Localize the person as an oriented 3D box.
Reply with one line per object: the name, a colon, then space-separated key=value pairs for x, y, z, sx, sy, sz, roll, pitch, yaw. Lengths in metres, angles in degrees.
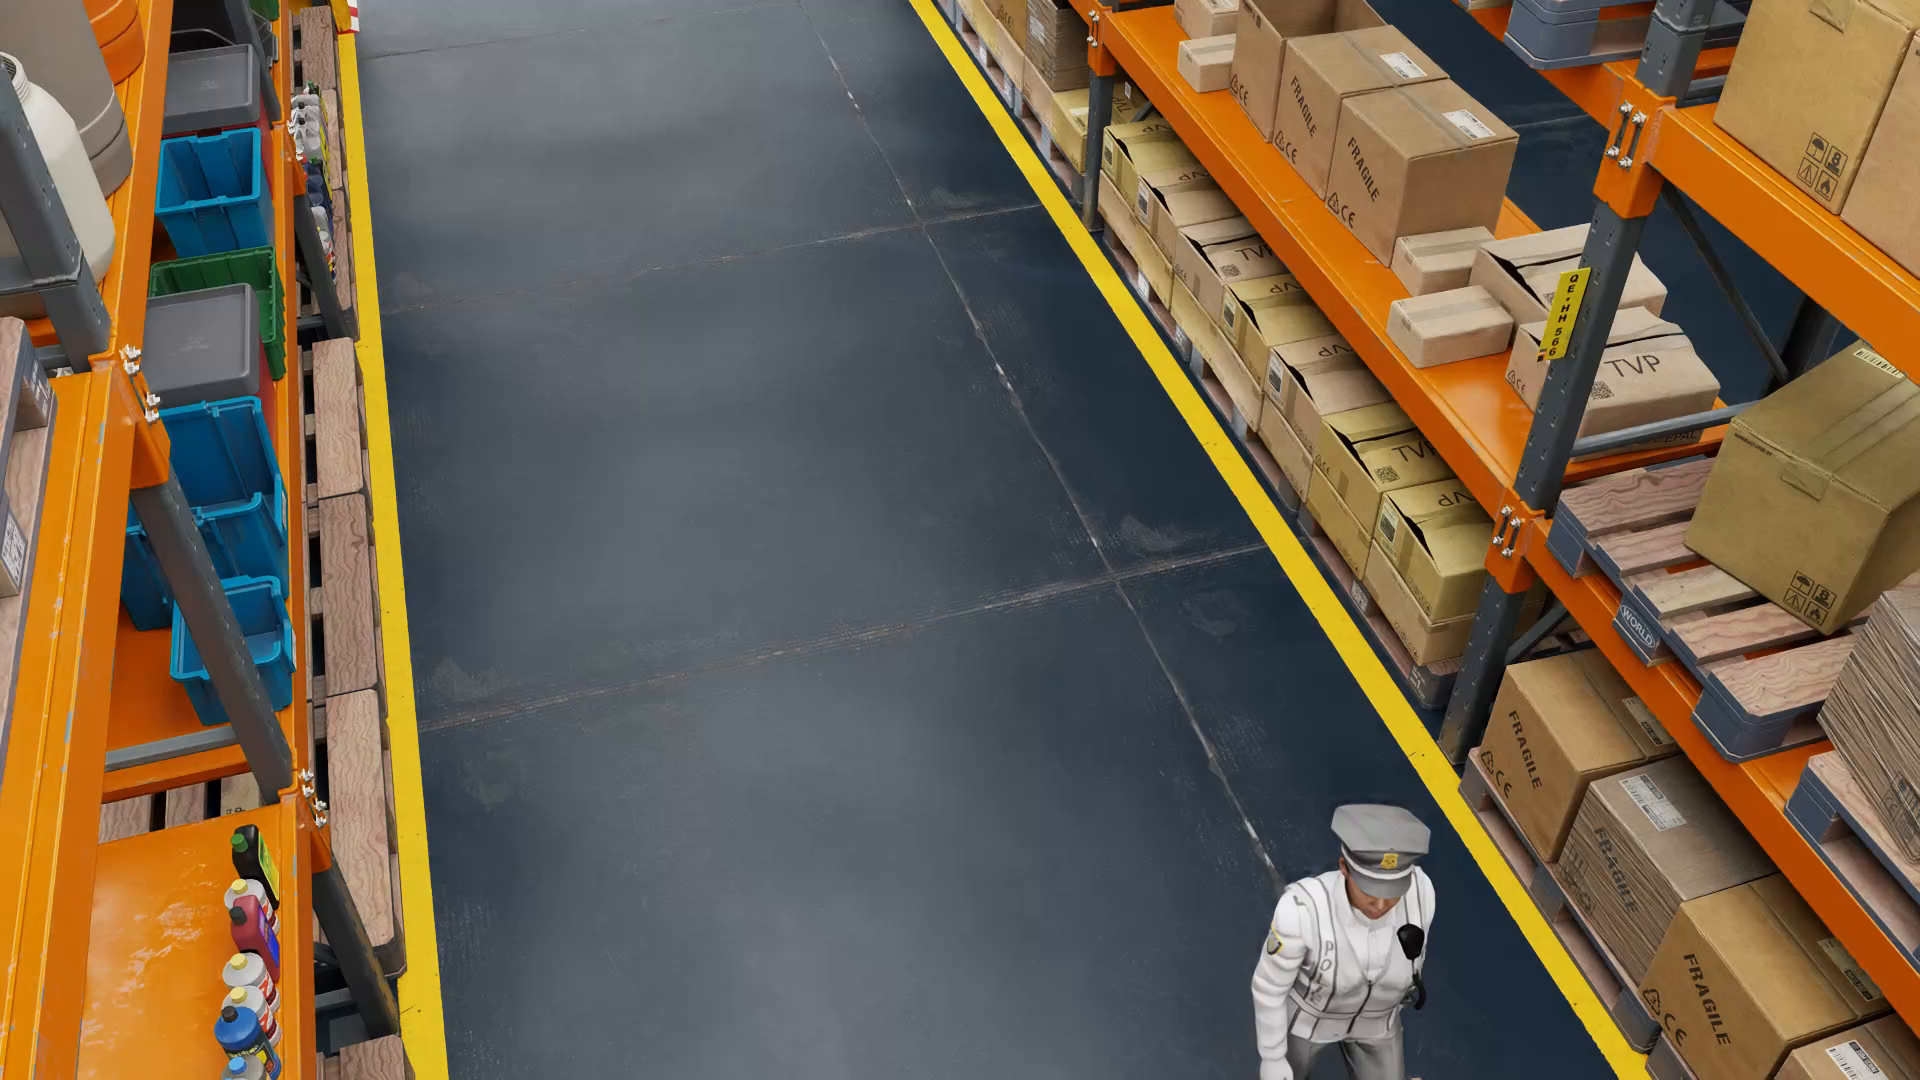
person: x=1.050 y=1.343 z=4.673 sx=0.532 sy=1.728 sz=0.506 roll=-4 pitch=43 yaw=-4
